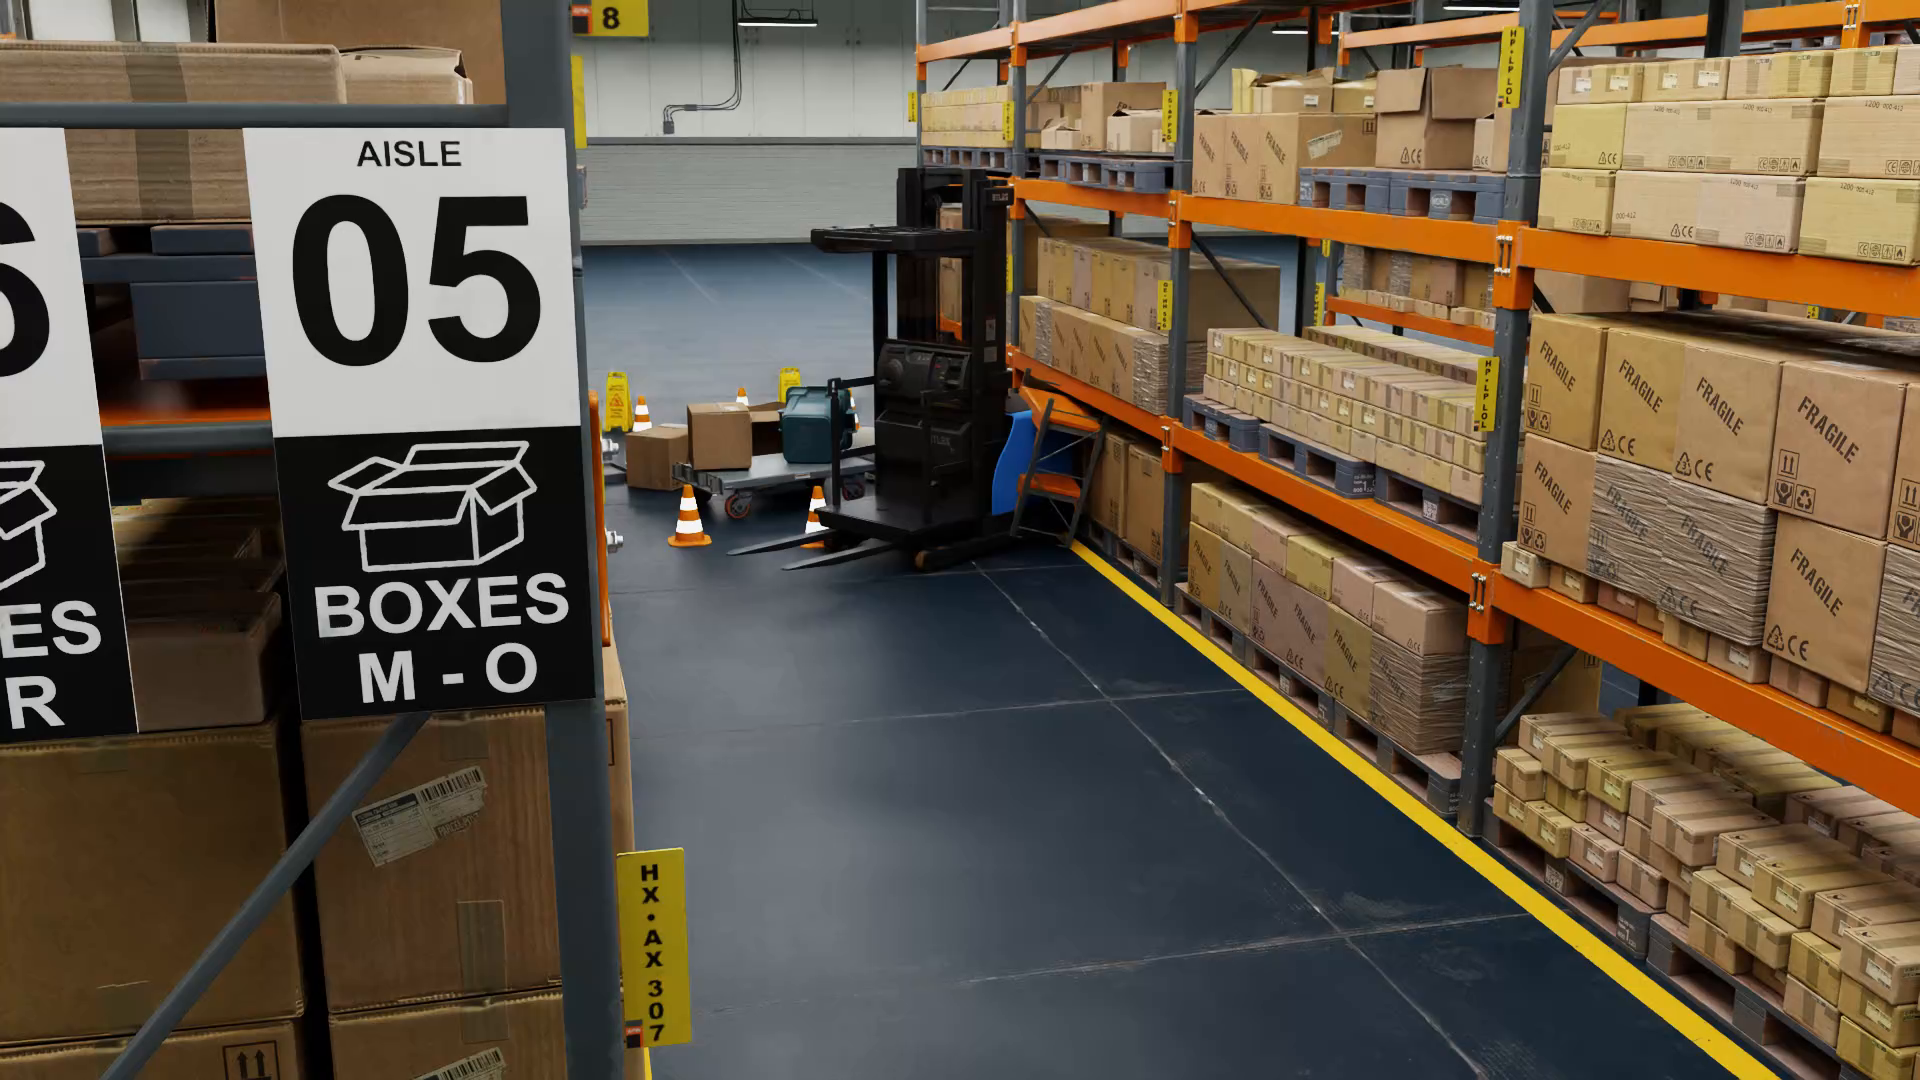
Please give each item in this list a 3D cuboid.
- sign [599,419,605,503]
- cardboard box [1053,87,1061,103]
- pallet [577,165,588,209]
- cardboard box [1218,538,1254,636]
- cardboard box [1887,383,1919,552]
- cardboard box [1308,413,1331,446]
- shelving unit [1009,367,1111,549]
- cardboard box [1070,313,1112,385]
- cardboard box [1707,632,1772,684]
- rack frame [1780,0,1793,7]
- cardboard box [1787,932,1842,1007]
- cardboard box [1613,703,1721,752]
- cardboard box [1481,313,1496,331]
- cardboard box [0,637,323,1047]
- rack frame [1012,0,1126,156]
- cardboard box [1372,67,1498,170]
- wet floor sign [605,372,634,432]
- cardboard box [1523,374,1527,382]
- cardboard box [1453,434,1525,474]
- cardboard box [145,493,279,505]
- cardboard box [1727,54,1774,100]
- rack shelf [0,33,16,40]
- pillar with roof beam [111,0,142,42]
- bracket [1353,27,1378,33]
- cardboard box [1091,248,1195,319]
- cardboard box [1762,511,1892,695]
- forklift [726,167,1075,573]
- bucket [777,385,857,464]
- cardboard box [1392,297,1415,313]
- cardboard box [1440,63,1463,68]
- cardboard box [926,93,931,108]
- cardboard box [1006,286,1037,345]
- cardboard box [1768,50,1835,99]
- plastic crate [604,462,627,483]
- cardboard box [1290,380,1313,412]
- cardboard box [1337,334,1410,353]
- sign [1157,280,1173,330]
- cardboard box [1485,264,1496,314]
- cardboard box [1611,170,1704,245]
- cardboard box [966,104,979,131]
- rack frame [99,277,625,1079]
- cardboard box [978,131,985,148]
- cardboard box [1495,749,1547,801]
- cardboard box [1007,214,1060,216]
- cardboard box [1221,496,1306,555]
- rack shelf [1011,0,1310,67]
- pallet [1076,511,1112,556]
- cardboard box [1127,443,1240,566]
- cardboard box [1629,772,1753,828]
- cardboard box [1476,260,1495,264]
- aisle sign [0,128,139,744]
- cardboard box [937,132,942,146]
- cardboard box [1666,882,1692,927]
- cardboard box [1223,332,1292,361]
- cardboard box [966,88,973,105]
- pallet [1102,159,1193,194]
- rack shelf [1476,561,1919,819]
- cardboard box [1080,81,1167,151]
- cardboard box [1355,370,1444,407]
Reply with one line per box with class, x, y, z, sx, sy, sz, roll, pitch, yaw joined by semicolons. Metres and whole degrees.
sign;-1.409;-0.297;6.331;0.100;0.325;0.005;-3;14;-13
cardboard box;1.086;-4.147;15.513;0.380;0.149;0.250;-3;14;-14
pallet;-2.685;-1.949;9.163;1.213;0.211;1.003;-3;14;-11
cardboard box;1.940;0.275;10.364;0.500;0.500;0.500;-3;14;-13
cardboard box;3.180;-0.190;4.940;0.500;0.500;0.500;-3;14;-10
cardboard box;2.182;-0.630;9.331;0.380;0.149;0.250;-4;14;-15
shelving unit;0.702;-0.674;13.321;0.538;1.125;1.048;12;17;-12
cardboard box;1.176;-1.515;13.096;0.500;0.500;0.500;-3;14;-12
cardboard box;2.945;0.401;5.995;0.380;0.149;0.250;-3;14;-11
rack frame;9.681;-6.318;20.325;1.000;3.000;0.127;-3;14;-13
cardboard box;3.078;1.449;5.672;0.380;0.149;0.250;-3;14;-10
cardboard box;3.176;0.854;7.481;0.380;0.149;0.250;-3;14;-12
cardboard box;5.420;-2.174;16.534;0.380;0.149;0.250;-3;14;-13
cardboard box;-1.353;0.484;2.809;0.500;0.500;0.500;-3;14;-11
rack frame;0.961;-4.866;14.382;1.000;3.000;0.127;-3;14;-13
cardboard box;2.605;-2.181;8.611;0.797;0.503;0.637;-3;14;-14
wet floor sign;-3.771;-1.535;18.349;0.267;0.644;0.232;2;14;6
cardboard box;3.009;-0.774;8.667;0.380;0.149;0.250;-3;14;-14
cardboard box;2.554;-0.413;7.815;0.380;0.149;0.250;-3;14;-11
cardboard box;-1.525;-0.042;3.593;0.380;0.149;0.250;-3;14;-14
cardboard box;2.916;-1.606;5.781;0.380;0.149;0.250;-4;14;-15
rack shelf;-9.121;-4.207;14.043;1.077;0.370;4.000;-3;14;-13
pillar with roof beam;-8.937;-8.009;27.249;9.100;9.000;0.400;-3;14;-13
bracket;12.410;-15.912;52.014;0.076;0.066;3.189;-3;14;-13
cardboard box;1.442;-2.020;13.057;0.700;0.500;0.500;-3;14;-14
cardboard box;3.072;0.183;5.519;0.500;0.500;0.500;-3;14;-10
forklift;-0.426;-1.315;12.635;1.130;2.935;3.031;12;18;41
bucket;-1.312;-1.003;14.905;0.726;0.611;0.620;2;24;6
cardboard box;4.960;-2.575;18.175;0.380;0.149;0.250;-3;14;-13
cardboard box;2.570;-2.532;9.326;0.396;0.266;0.258;-3;14;-13
cardboard box;-0.152;-4.697;17.764;0.380;0.149;0.250;-3;14;-13
cardboard box;0.863;-2.109;15.422;0.875;0.550;0.550;-3;14;-13
cardboard box;2.935;-1.540;5.513;0.380;0.149;0.250;-3;14;-10
plastic crate;-3.399;-0.642;15.886;0.402;0.080;0.583;-9;16;-33
cardboard box;2.123;-0.835;9.544;0.380;0.149;0.250;-3;14;-14
cardboard box;2.579;-1.194;10.383;0.380;0.149;0.250;-3;14;-11
sign;1.362;-1.559;11.050;0.100;0.325;0.005;-3;14;-13
cardboard box;5.760;-2.505;16.522;0.875;0.500;0.500;-3;14;-13
cardboard box;2.819;-1.254;6.234;0.500;0.250;0.500;-4;14;-14
cardboard box;0.362;-4.064;16.015;0.500;0.250;0.500;-3;14;-14
rack frame;-1.009;1.116;2.538;1.000;3.000;0.127;-3;14;-13
cardboard box;0.383;-3.782;15.700;0.380;0.149;0.250;-3;14;-13
cardboard box;2.614;1.032;7.378;0.380;0.149;0.250;-3;14;-11
cardboard box;0.540;-3.010;16.837;0.875;0.550;0.500;-3;14;-13
cardboard box;1.946;-0.093;10.290;0.500;0.250;0.500;-3;14;-14
rack shelf;1.431;-3.861;12.627;1.077;0.370;4.000;-3;14;-13
pallet;1.505;-0.141;13.560;1.003;0.211;1.213;-3;14;-13
cardboard box;1.845;-0.285;12.130;1.050;0.750;0.750;-3;14;-14
cardboard box;2.917;1.058;6.643;0.380;0.149;0.250;-4;14;-15
cardboard box;5.433;-2.972;16.327;0.500;0.500;0.500;-3;14;-13
aisle sign;-1.293;-0.113;2.091;0.394;0.787;0.004;-3;14;-13
cardboard box;-0.031;-4.190;17.370;0.380;0.149;0.250;-3;14;-13
cardboard box;2.990;1.409;6.463;0.380;0.149;0.250;-4;14;-16
cardboard box;1.886;-1.220;10.493;0.380;0.149;0.250;-4;14;-15
cardboard box;0.270;-4.284;16.076;0.380;0.149;0.250;-3;14;-14
pallet;1.698;-2.540;11.579;1.213;0.211;1.003;-3;14;-11
rack shelf;3.310;0.705;5.737;1.077;0.370;4.000;-3;14;-13
cardboard box;1.220;-3.172;12.465;0.500;0.500;0.500;-3;14;-13
cardboard box;2.317;-0.798;8.763;0.380;0.149;0.250;-4;14;-15
